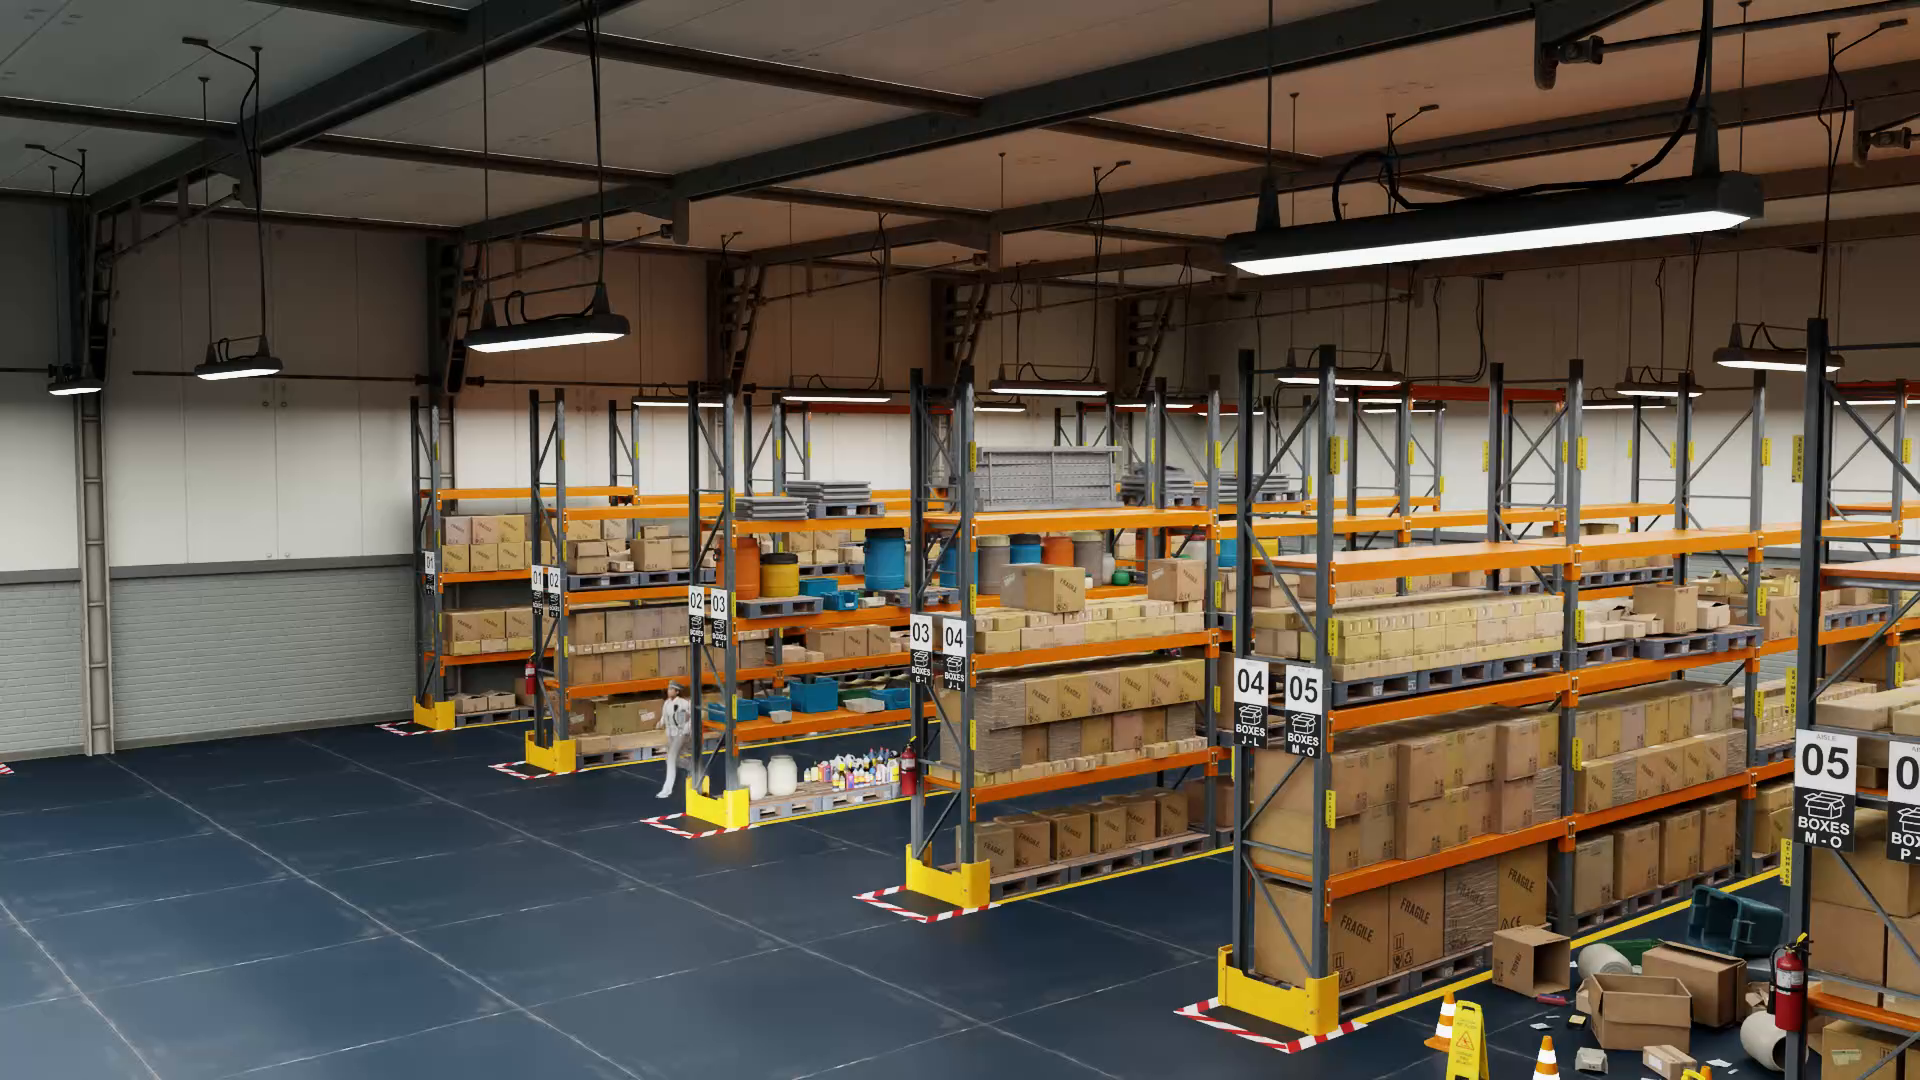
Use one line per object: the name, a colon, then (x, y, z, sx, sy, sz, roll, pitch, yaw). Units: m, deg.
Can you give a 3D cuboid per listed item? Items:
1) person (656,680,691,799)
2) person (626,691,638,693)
person: (-4.119, 2.884, 24.429, 0.626, 1.700, 0.902, 3, 4, 39)
person: (-5.650, 2.672, 29.023, 0.884, 1.658, 0.572, -3, 4, -38)
